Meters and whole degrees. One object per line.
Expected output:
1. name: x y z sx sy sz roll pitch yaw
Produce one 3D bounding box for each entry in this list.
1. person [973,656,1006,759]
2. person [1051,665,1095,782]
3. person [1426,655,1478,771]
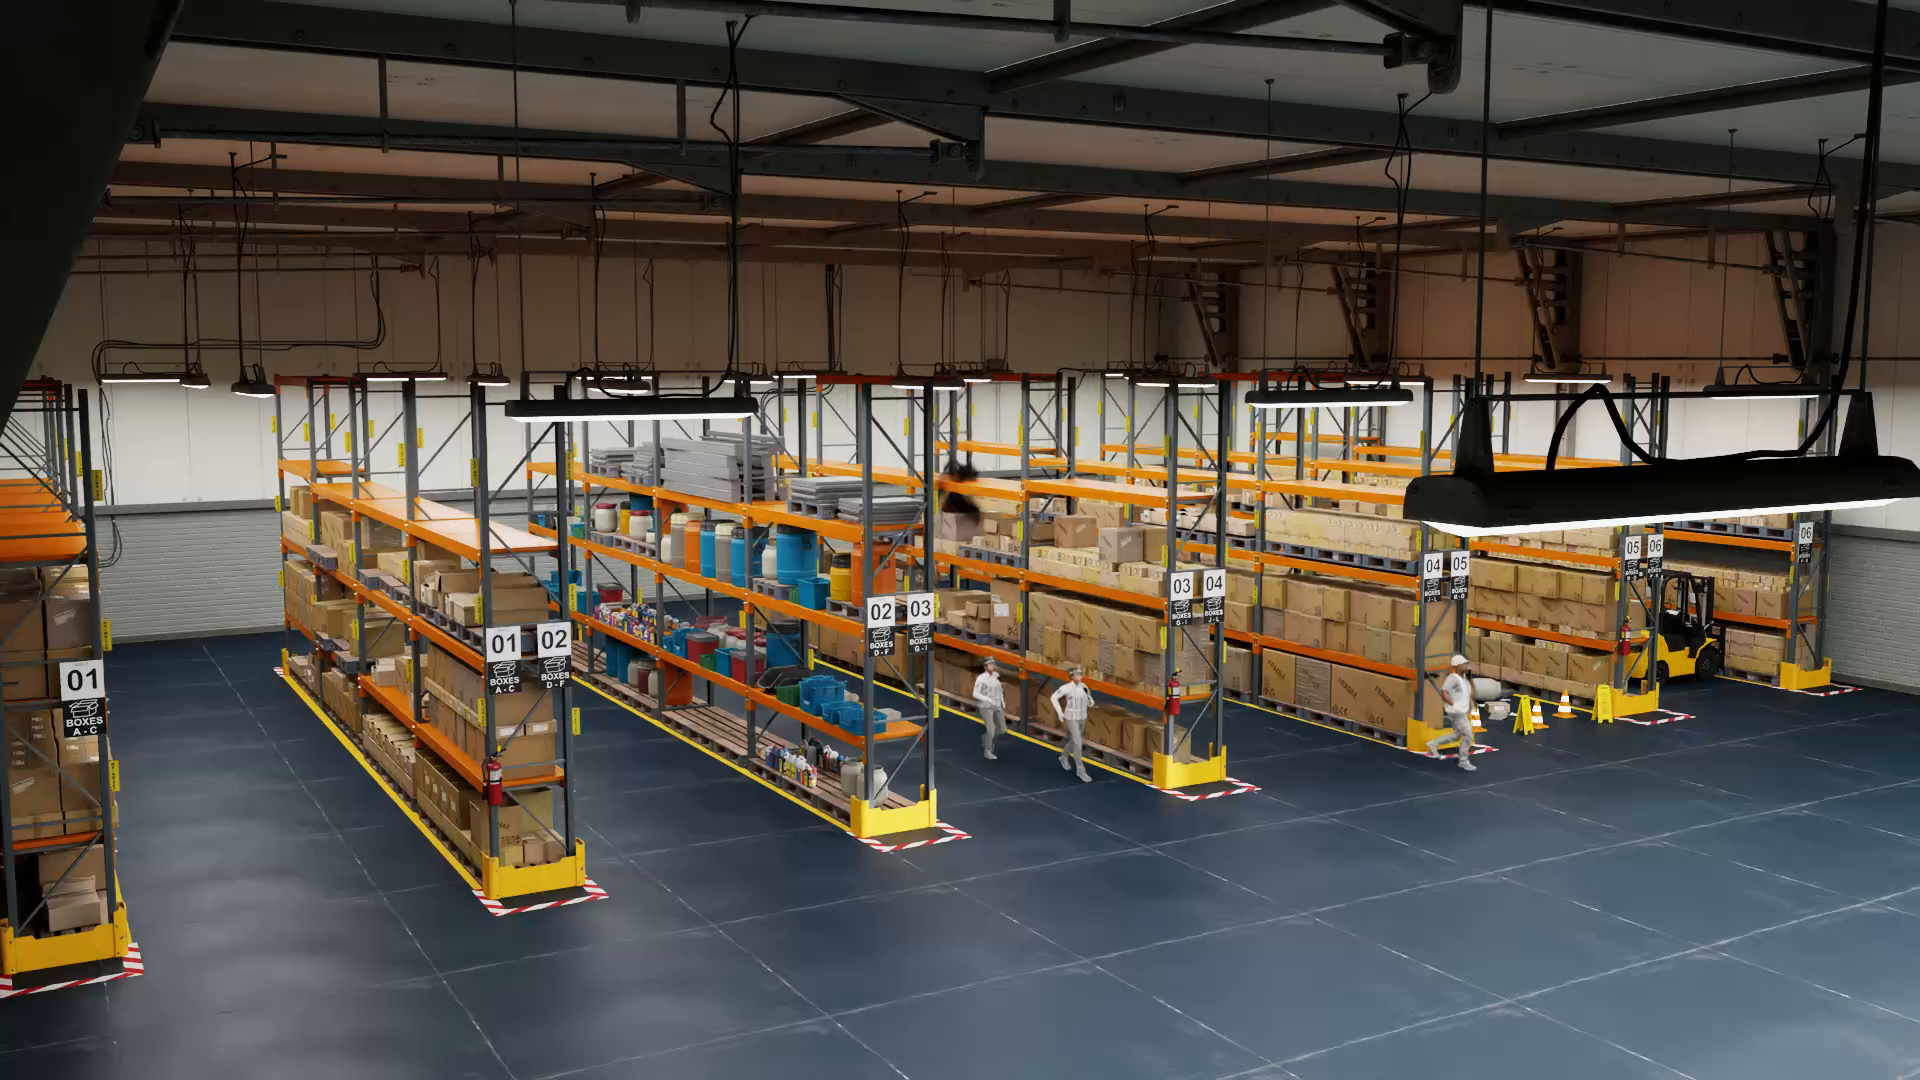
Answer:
1. person: 0.505 2.639 26.247 0.609 1.651 0.560 -4 7 -33
2. person: 1.742 2.722 25.092 0.598 1.706 0.880 -5 8 -36
3. person: 7.656 2.655 25.733 0.766 1.773 0.693 3 7 27
